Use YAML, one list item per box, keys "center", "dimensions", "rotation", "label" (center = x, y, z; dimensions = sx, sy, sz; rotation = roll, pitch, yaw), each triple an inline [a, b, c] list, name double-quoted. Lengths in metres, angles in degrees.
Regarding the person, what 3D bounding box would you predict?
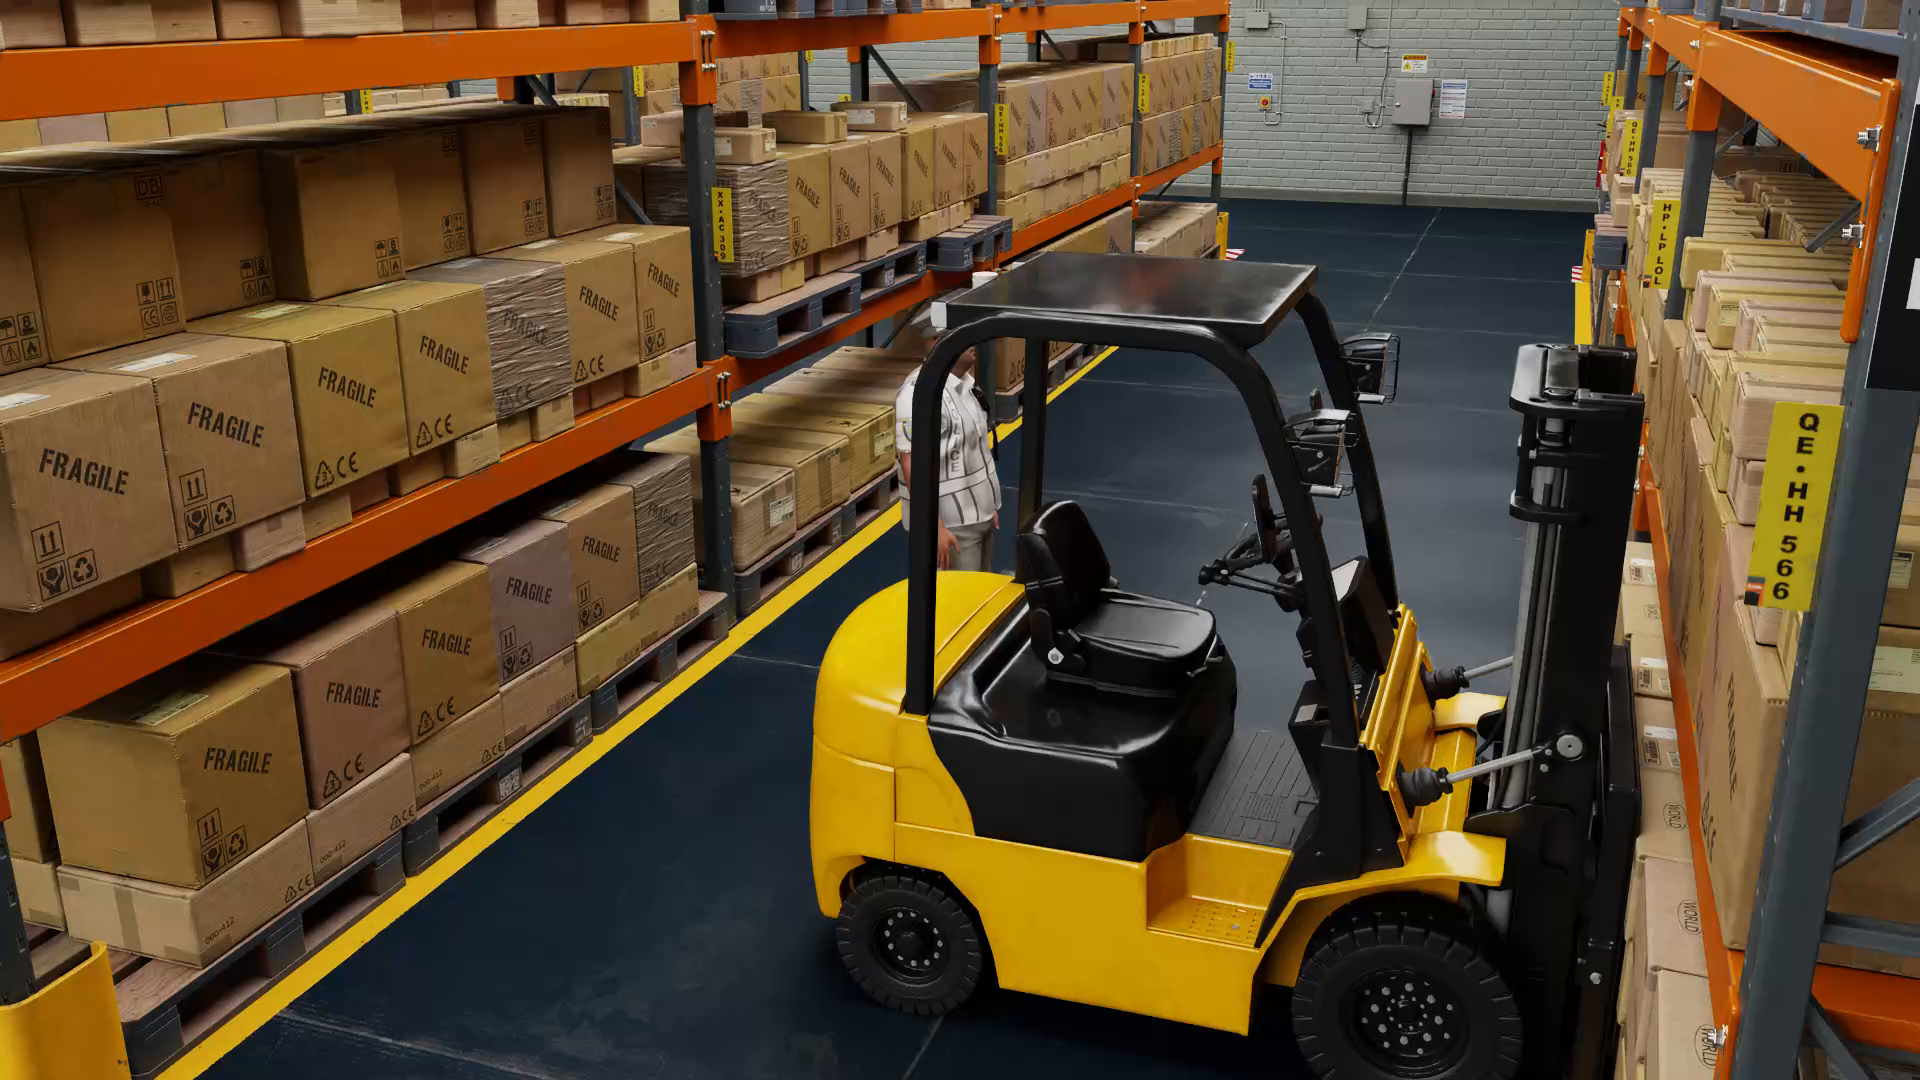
- center: [0.048, -0.084, 6.724]
  dimensions: [0.574, 1.780, 0.640]
  rotation: [6, 20, 18]
  label: "person"
